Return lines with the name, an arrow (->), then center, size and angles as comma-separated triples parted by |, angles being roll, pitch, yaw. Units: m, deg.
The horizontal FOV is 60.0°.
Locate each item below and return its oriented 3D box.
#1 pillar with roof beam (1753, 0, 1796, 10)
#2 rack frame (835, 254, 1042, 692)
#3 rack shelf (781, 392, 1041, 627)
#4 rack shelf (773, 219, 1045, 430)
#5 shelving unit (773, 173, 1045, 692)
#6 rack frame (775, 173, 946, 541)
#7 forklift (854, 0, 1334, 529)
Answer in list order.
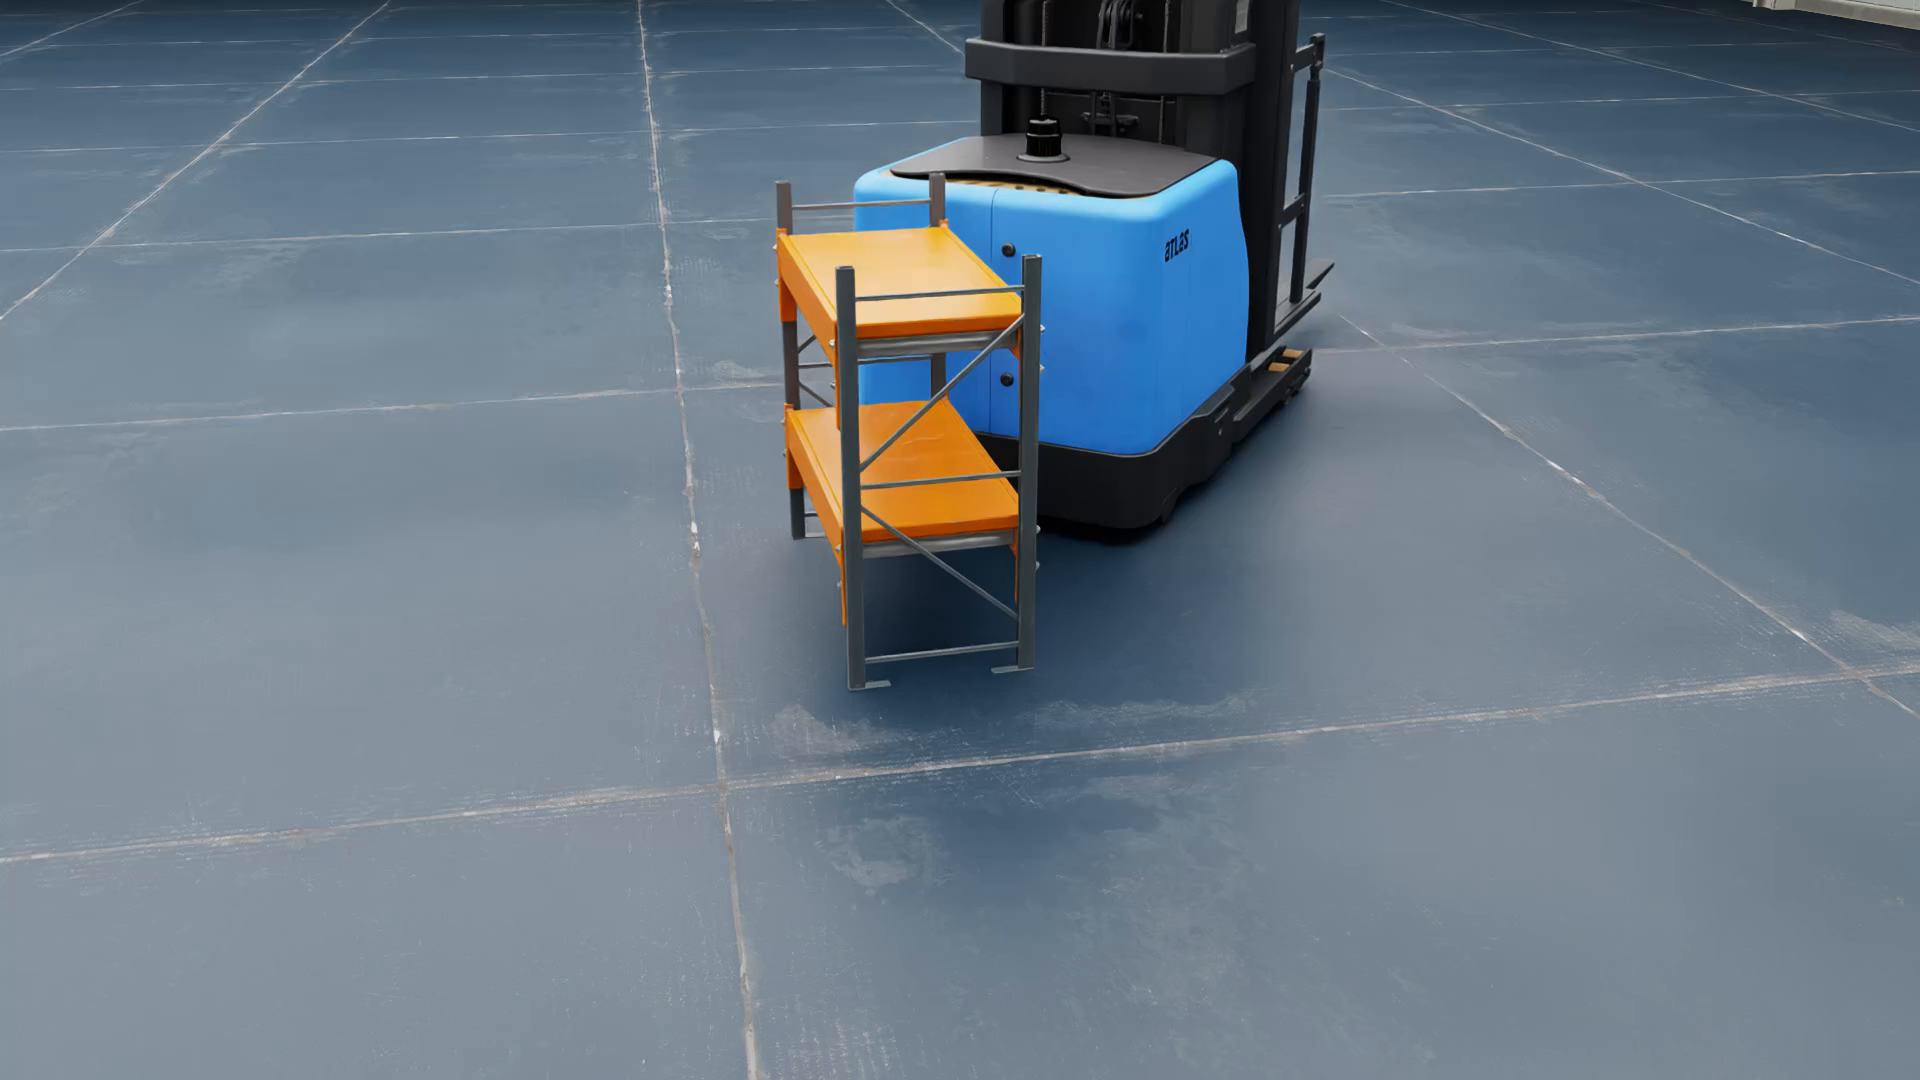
pillar with roof beam -> 5.395, -10.096, 17.123 | 9.100, 9.000, 0.400 | -4, 24, -10
rack frame -> -0.049, -0.148, 4.183 | 0.500, 1.125, 0.032 | -6, 24, -13
rack shelf -> -0.169, -0.121, 4.733 | 0.538, 0.278, 1.000 | -6, 24, -13
rack shelf -> -0.169, -0.613, 4.518 | 0.538, 0.278, 1.000 | -6, 24, -13
shelving unit -> -0.169, -0.345, 4.635 | 0.538, 1.125, 1.048 | -6, 24, -13
rack frame -> -0.290, -0.543, 5.088 | 0.500, 1.125, 0.032 | -6, 24, -13
forklift -> 0.749, -1.934, 6.016 | 1.130, 2.935, 3.031 | 11, 26, 24
